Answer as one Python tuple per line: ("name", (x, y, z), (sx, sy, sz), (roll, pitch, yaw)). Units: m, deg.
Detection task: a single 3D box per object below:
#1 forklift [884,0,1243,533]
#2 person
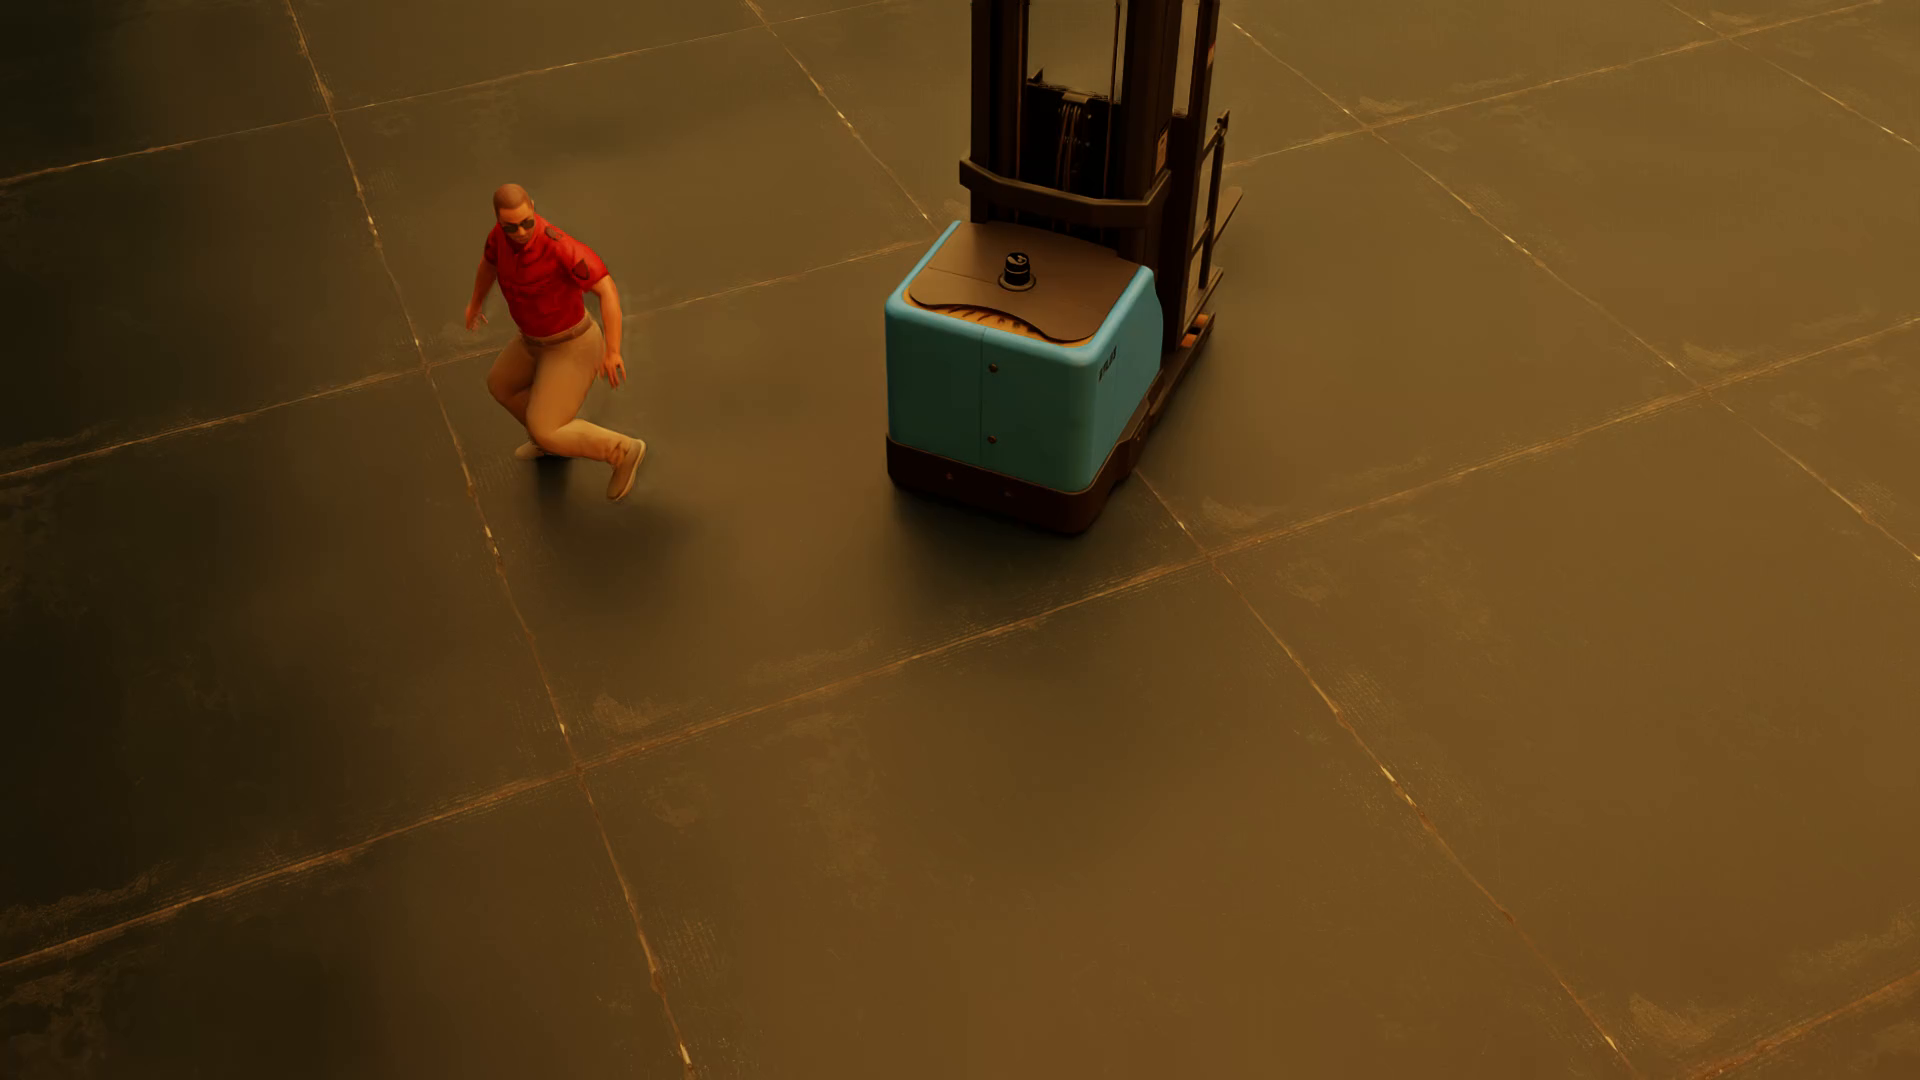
("forklift", (0.717, -2.117, 7.948), (1.130, 2.935, 3.031), (17, 46, 18))
("person", (-1.916, -0.916, 7.673), (0.516, 1.617, 0.997), (-28, 50, -27))
